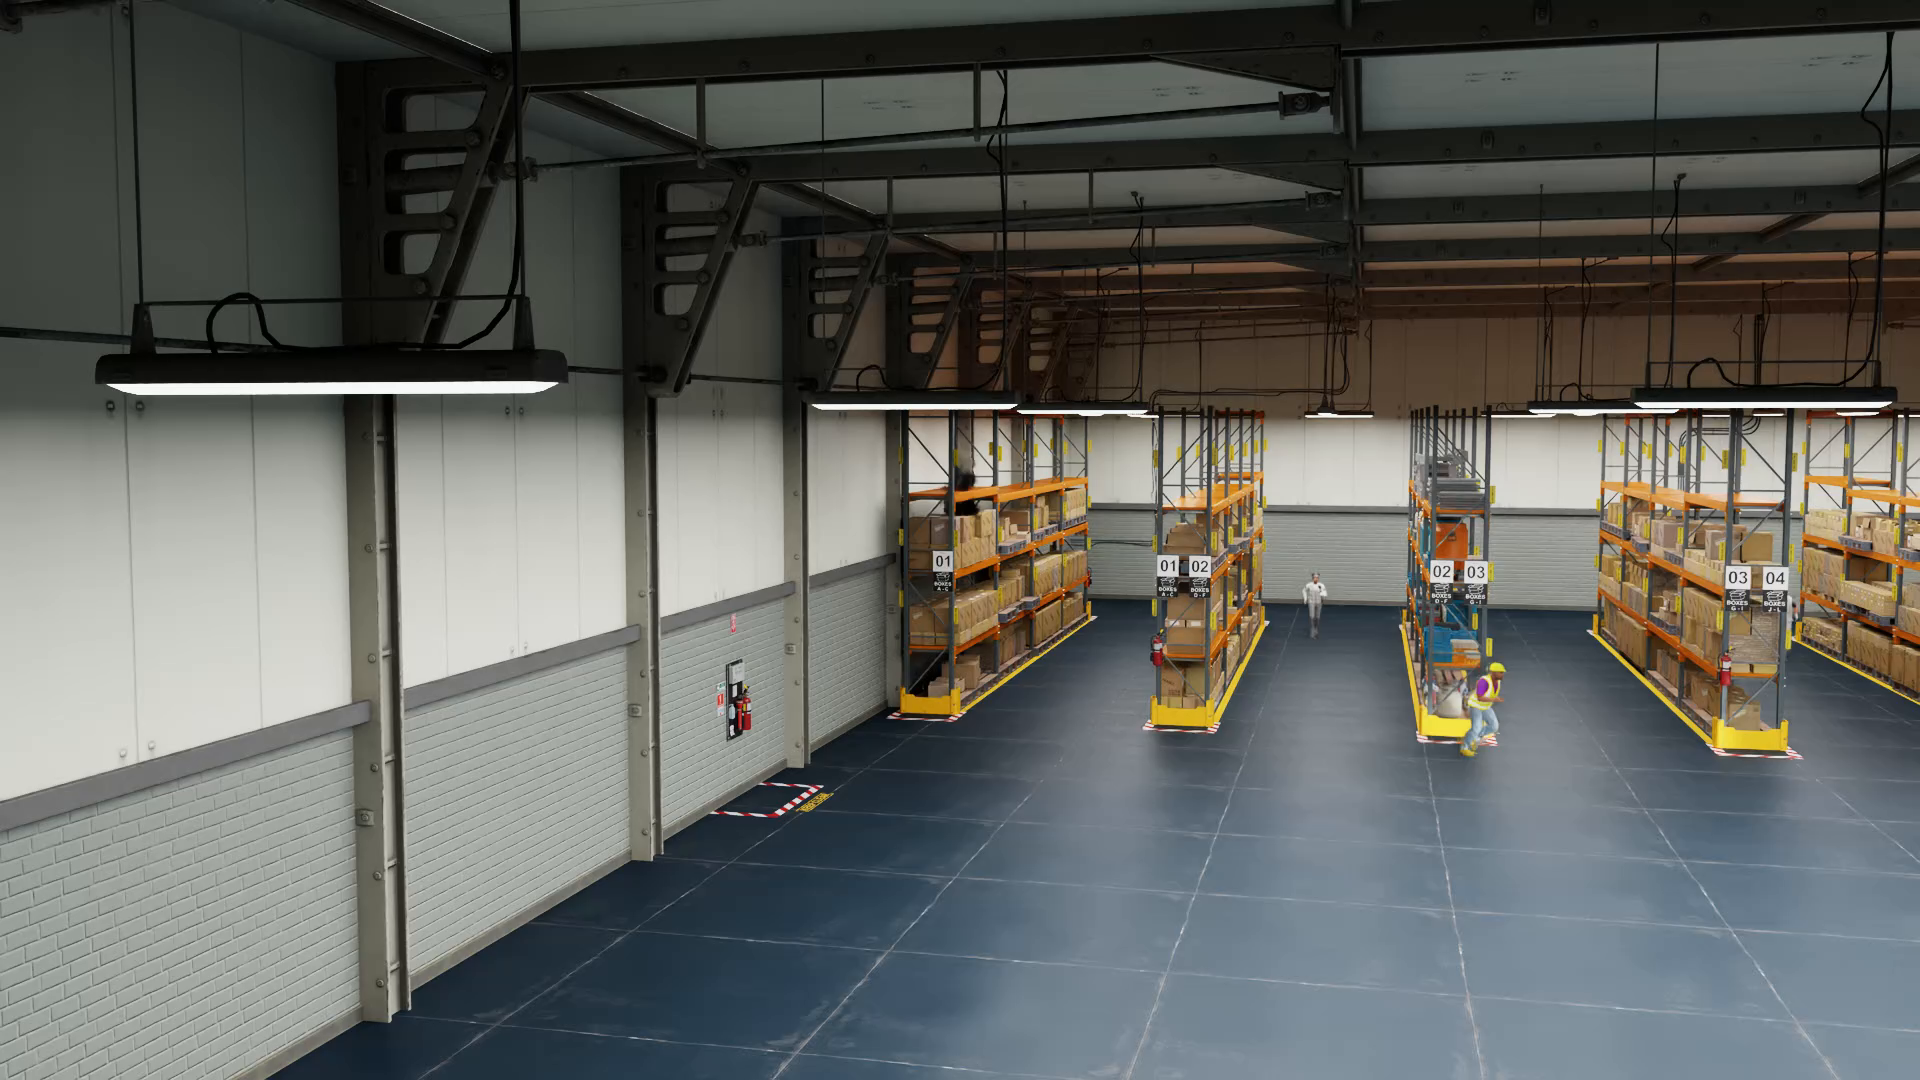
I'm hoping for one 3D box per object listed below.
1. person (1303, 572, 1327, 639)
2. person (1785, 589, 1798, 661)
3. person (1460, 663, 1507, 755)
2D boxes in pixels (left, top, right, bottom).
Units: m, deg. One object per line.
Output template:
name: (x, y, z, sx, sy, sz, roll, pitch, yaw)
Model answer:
person: (9.388, 1.717, 43.973, 0.590, 1.743, 0.788, 0, 4, 4)
person: (19.786, 1.981, 39.971, 0.665, 1.780, 0.886, 1, 4, 15)
person: (8.967, 2.871, 28.323, 0.733, 1.625, 0.867, -3, 5, -40)
